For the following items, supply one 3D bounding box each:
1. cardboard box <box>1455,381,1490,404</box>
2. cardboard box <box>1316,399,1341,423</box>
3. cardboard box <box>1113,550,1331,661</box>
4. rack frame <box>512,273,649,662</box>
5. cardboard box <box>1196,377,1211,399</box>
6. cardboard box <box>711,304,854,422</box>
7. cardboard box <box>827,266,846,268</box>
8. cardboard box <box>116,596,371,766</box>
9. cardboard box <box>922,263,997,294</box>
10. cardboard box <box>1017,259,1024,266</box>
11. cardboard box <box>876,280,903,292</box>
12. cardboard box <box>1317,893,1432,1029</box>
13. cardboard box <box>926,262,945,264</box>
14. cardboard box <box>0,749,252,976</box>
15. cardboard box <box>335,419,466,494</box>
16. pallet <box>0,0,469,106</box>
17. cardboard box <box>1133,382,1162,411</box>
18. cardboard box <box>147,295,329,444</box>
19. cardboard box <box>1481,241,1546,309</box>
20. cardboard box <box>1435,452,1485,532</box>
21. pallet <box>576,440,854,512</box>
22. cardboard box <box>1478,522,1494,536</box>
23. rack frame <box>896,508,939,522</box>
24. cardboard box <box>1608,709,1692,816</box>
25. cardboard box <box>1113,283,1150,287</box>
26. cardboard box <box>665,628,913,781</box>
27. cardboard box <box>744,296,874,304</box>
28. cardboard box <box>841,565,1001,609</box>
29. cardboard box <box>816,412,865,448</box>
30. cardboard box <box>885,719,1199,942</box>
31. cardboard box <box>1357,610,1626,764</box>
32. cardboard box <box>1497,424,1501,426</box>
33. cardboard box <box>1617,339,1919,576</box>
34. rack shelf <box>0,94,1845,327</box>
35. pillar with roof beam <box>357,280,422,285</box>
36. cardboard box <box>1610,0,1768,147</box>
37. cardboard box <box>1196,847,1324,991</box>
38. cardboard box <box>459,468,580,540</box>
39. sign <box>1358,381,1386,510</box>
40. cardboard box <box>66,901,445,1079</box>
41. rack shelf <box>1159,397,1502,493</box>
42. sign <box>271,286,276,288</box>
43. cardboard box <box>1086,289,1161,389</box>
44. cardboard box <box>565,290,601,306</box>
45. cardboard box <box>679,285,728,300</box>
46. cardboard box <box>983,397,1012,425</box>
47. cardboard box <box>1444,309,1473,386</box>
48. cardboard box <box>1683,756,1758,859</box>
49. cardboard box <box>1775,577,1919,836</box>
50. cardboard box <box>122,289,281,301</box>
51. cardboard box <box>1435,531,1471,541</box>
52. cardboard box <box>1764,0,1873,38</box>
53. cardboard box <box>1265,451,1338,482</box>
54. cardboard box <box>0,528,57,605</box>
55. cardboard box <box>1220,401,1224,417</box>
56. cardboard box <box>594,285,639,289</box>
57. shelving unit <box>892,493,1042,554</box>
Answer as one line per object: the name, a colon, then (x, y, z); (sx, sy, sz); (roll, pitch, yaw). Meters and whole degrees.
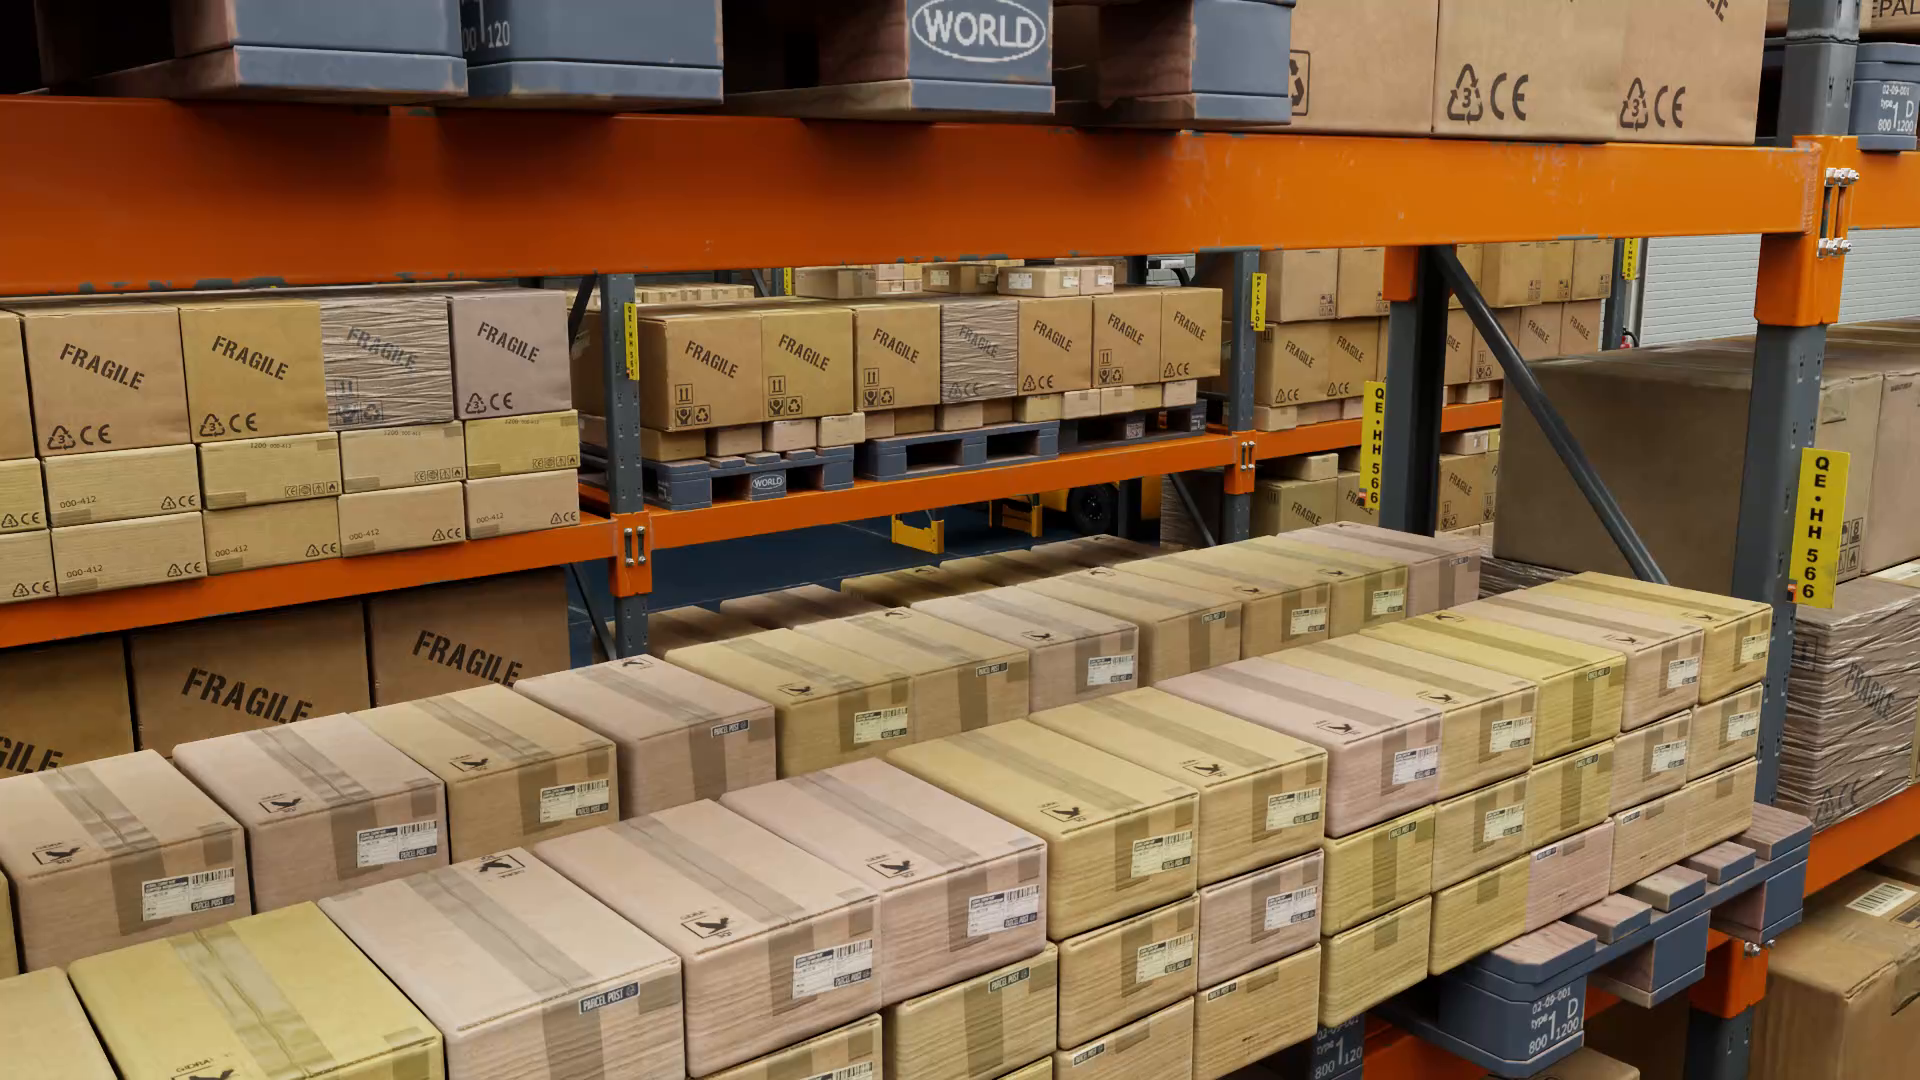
cardboard box: (3.378, -1.027, 11.351); (0.250, 0.149, 0.380); (-10, 15, -38)
cardboard box: (2.168, -0.838, 10.460); (0.250, 0.149, 0.380); (-10, 15, -38)
cardboard box: (0.531, 0.138, 3.417); (0.250, 0.149, 0.380); (-10, 15, -38)
rack frame: (-1.756, -0.373, 7.663); (0.127, 3.000, 1.000); (-9, 15, -38)
cardboard box: (1.560, -1.184, 10.527); (0.500, 0.500, 0.500); (-10, 16, -39)
cardboard box: (-0.857, -0.862, 8.000); (0.500, 0.500, 0.500); (-8, 15, -35)
cardboard box: (-1.165, -2.253, 13.998); (0.250, 0.149, 0.380); (-9, 15, -37)
cardboard box: (-3.046, 0.652, 6.939); (0.875, 0.875, 0.875); (-9, 15, -37)
cardboard box: (-0.004, -1.448, 9.195); (0.250, 0.149, 0.380); (-8, 15, -35)
cardboard box: (0.504, -2.499, 15.158); (0.250, 0.149, 0.380); (-9, 15, -36)
cardboard box: (-0.696, -2.153, 14.246); (0.250, 0.149, 0.380); (-9, 15, -36)
cardboard box: (0.516, 0.605, 2.650); (0.250, 0.149, 0.380); (-10, 16, -40)
cardboard box: (-0.345, -2.381, 14.604); (0.250, 0.149, 0.380); (-10, 15, -38)
cardboard box: (-1.104, 0.410, 2.136); (0.250, 0.149, 0.380); (-10, 16, -39)
cardboard box: (-2.373, -0.373, 6.820); (0.500, 0.250, 0.500); (-10, 16, -39)
pallet: (-1.159, -0.502, 1.503); (1.003, 0.211, 1.213); (-9, 15, -38)
cardboard box: (0.922, -0.831, 9.417); (0.250, 0.149, 0.380); (-10, 16, -39)
cardboard box: (-2.783, -0.670, 6.415); (0.500, 0.500, 0.500); (-9, 15, -38)
cardboard box: (3.495, -1.845, 11.234); (0.500, 0.500, 0.700); (-10, 15, -38)
cardboard box: (3.225, -0.359, 11.402); (0.500, 0.500, 0.500); (-10, 15, -39)
pallet: (-1.266, -0.389, 8.200); (1.003, 0.211, 1.213); (-9, 15, -38)
cardboard box: (3.619, -0.057, 11.783); (0.500, 0.250, 0.500); (-9, 15, -37)
rack frame: (-0.330, -0.679, 12.714); (0.032, 1.500, 0.500); (-9, 15, -38)
cardboard box: (1.107, 0.362, 3.081); (0.250, 0.149, 0.380); (-9, 15, -36)
cardboard box: (0.823, -1.277, 9.955); (0.500, 0.500, 0.500); (-9, 15, -36)
cardboard box: (-0.289, 0.275, 2.776); (0.250, 0.149, 0.380); (-10, 15, -38)
cardboard box: (-0.784, -1.011, 8.702); (0.500, 0.500, 0.500); (-11, 16, -41)
cardboard box: (-0.141, 0.441, 9.146); (0.625, 0.372, 0.950); (-9, 15, -36)
cardboard box: (-0.674, -0.559, 8.133); (0.250, 0.149, 0.380); (-9, 15, -37)
cardboard box: (0.105, 0.382, 2.268); (0.250, 0.149, 0.380); (-9, 15, -36)
cardboard box: (0.917, 0.248, 2.903); (0.250, 0.149, 0.380); (-9, 15, -36)
cardboard box: (3.784, -0.751, 11.684); (0.250, 0.149, 0.380); (-9, 15, -36)
cardboard box: (2.167, -0.244, 4.406); (0.500, 0.500, 0.700); (-10, 15, -38)
rack shelf: (-0.146, -0.439, 2.485); (4.000, 0.370, 1.077); (-9, 15, -38)
pillar with roof beam: (-1.715, -3.729, 9.026); (0.400, 9.000, 9.100); (-9, 15, -38)
cardboard box: (1.128, -0.984, 3.079); (0.500, 0.500, 0.500); (-9, 15, -38)
cardboard box: (0.308, 0.495, 2.456); (0.250, 0.149, 0.380); (-9, 15, -36)
cardboard box: (-1.988, -0.192, 7.171); (0.500, 0.250, 0.500); (-10, 16, -40)
sign: (1.066, -0.239, 4.245); (0.005, 0.325, 0.100); (-9, 15, -38)
cardboard box: (-0.697, 0.516, 1.639); (0.250, 0.149, 0.380); (-9, 15, -37)
rack shelf: (2.930, -0.799, 11.404); (4.000, 0.370, 1.077); (-9, 15, -38)
sign: (-4.513, -1.618, 10.931); (0.005, 0.325, 0.100); (-9, 15, -38)
cardboard box: (0.764, -1.130, 9.261); (0.500, 0.500, 0.500); (-9, 15, -37)
cardboard box: (-2.843, -1.812, 12.637); (0.250, 0.149, 0.380); (-9, 15, -37)
cardboard box: (-2.054, -1.946, 13.269); (0.250, 0.149, 0.380); (-10, 15, -38)
cardboard box: (0.063, -0.715, 8.869); (0.250, 0.149, 0.380); (-10, 16, -40)
cardboard box: (3.045, -1.299, 11.067); (0.500, 0.500, 0.500); (-9, 15, -37)
cardboard box: (1.318, 0.473, 3.274); (0.250, 0.149, 0.380); (-9, 15, -37)
cardboard box: (1.935, 0.354, 4.001); (0.500, 0.500, 0.500); (-9, 15, -37)
cardboard box: (-3.088, -0.756, 6.819); (0.500, 0.500, 0.500); (-9, 15, -36)
cardboard box: (2.503, 0.245, 8.947); (0.500, 0.500, 0.500); (-9, 15, -38)
cardboard box: (1.776, -1.199, 3.686); (0.250, 0.149, 0.380); (-10, 16, -40)
cardboard box: (2.132, -0.476, 10.389); (0.250, 0.149, 0.380); (-9, 15, -37)
cardboard box: (-3.557, 0.074, 5.920); (0.500, 0.250, 0.500); (-10, 15, -38)
cardboard box: (1.619, -0.894, 10.720); (0.250, 0.149, 0.380); (-9, 15, -36)
cardboard box: (-2.769, -1.957, 13.320); (0.250, 0.149, 0.380); (-10, 15, -38)
shelving unit: (0.060, -0.744, 13.020); (1.083, 1.500, 0.587); (-9, 15, -38)
